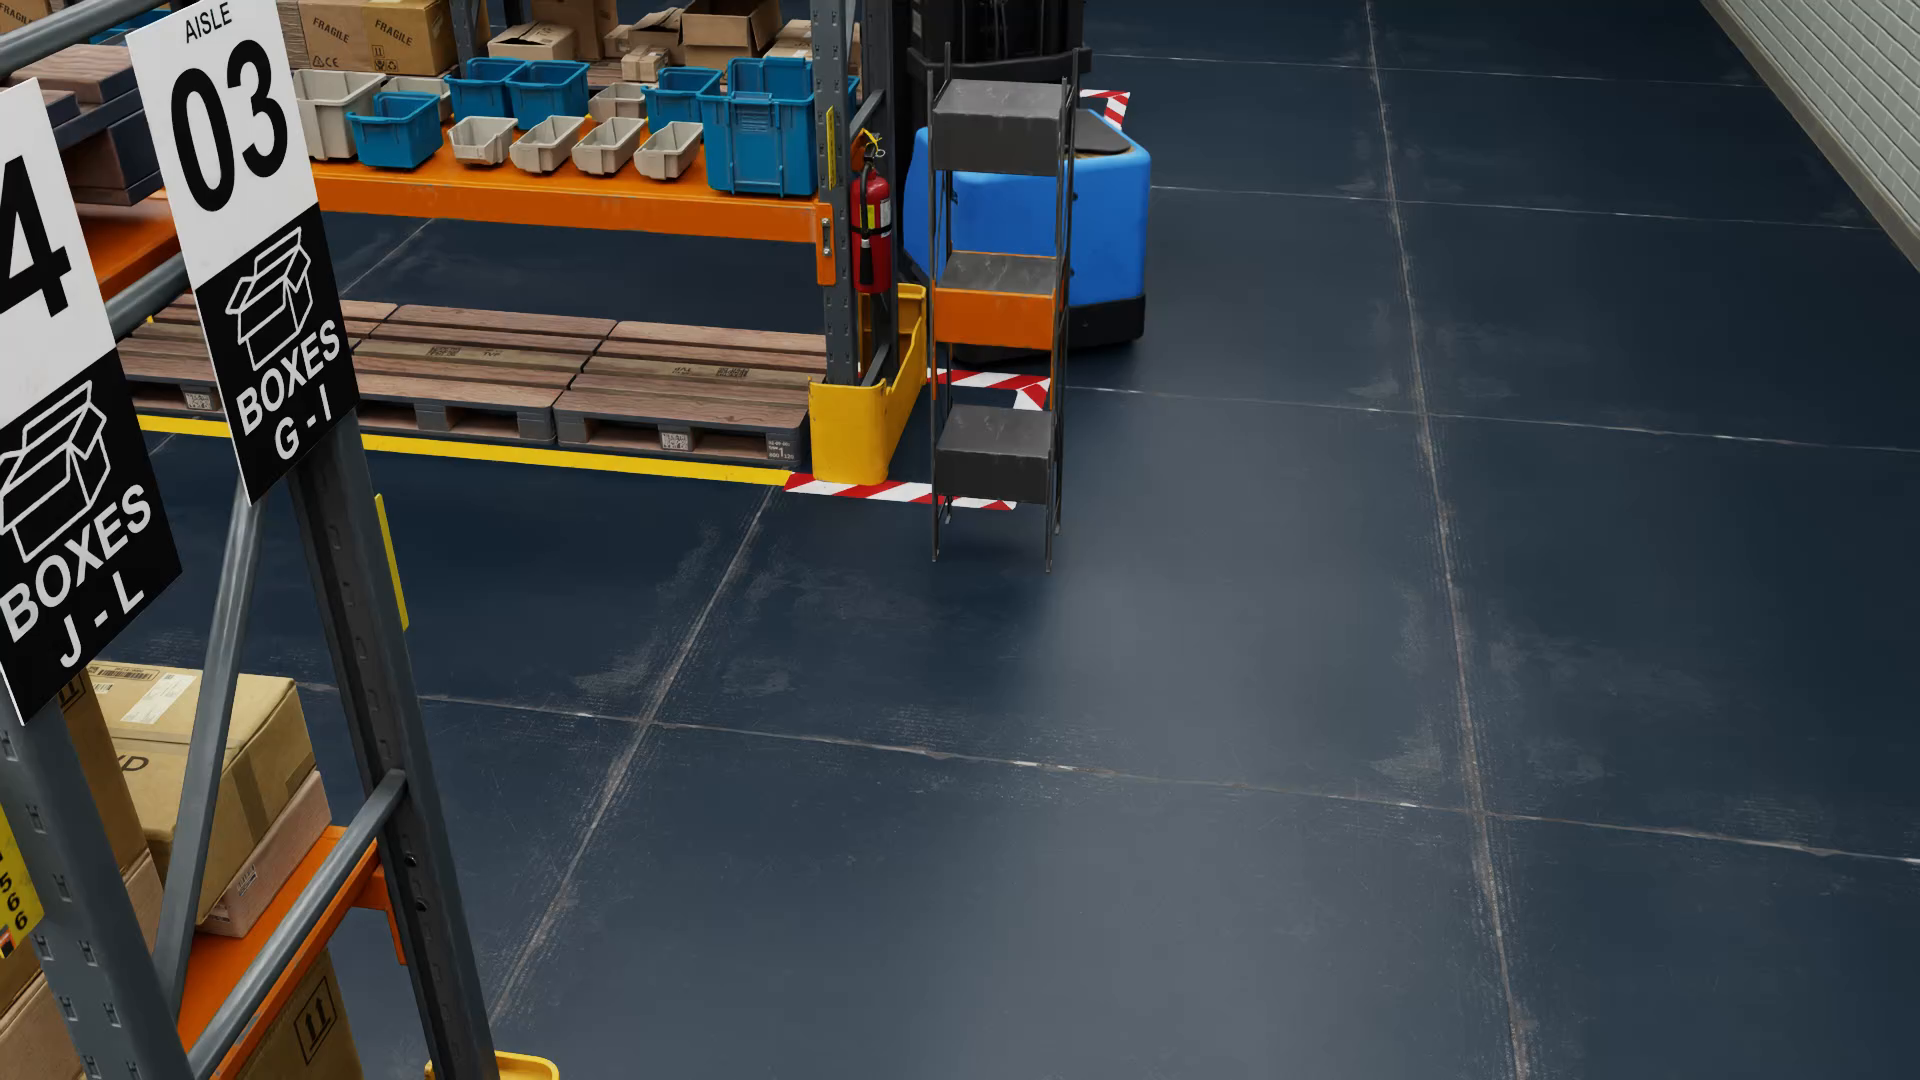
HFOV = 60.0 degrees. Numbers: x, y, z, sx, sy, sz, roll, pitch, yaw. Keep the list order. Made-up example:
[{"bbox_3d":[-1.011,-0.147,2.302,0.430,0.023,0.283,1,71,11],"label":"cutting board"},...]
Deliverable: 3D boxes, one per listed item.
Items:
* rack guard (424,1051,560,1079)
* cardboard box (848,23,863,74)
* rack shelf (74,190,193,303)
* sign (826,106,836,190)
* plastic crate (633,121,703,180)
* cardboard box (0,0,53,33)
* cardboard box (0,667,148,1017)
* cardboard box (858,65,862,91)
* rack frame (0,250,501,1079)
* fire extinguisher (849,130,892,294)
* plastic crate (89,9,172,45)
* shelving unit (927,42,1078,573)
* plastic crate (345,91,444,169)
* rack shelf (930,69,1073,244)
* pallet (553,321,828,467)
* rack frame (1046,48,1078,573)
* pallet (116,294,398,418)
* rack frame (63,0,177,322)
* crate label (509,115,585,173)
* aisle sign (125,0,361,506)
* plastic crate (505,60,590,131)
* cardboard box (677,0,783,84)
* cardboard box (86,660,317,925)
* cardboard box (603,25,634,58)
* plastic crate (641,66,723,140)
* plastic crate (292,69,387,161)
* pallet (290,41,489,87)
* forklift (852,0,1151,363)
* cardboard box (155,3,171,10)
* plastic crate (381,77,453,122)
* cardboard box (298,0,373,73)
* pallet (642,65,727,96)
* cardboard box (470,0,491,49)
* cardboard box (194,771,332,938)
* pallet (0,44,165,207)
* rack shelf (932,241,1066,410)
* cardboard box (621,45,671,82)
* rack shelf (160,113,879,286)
[{"bbox_3d":[-1.262,1.821,3.870,0.348,0.500,1.175,5,32,8],"label":"rack guard"},{"bbox_3d":[-0.597,-3.684,12.486,0.500,0.250,0.500,5,32,8],"label":"cardboard box"},{"bbox_3d":[-3.257,-0.386,2.891,4.000,0.370,1.077,5,32,8],"label":"rack shelf"},{"bbox_3d":[-0.529,-1.612,6.844,0.005,0.325,0.100,5,32,8],"label":"sign"},{"bbox_3d":[-1.287,-1.723,7.368,0.243,0.136,0.396,5,32,8],"label":"plastic crate"},{"bbox_3d":[-7.101,-4.073,12.871,0.500,0.500,0.500,7,33,10],"label":"cardboard box"},{"bbox_3d":[-1.810,0.472,2.822,0.500,0.500,0.500,6,32,9],"label":"cardboard box"},{"bbox_3d":[-0.577,-3.410,12.127,0.250,0.166,0.380,5,32,8],"label":"cardboard box"},{"bbox_3d":[-1.286,0.759,3.211,0.127,3.000,1.000,5,32,8],"label":"rack frame"},{"bbox_3d":[-0.380,-1.390,7.067,0.183,0.674,0.296,5,32,8],"label":"fire extinguisher"},{"bbox_3d":[-3.878,-2.344,8.126,0.575,0.384,0.392,5,32,8],"label":"plastic crate"},{"bbox_3d":[0.163,-0.875,6.669,0.503,2.100,0.431,5,32,8],"label":"shelving unit"},{"bbox_3d":[-2.520,-1.835,7.456,0.300,0.233,0.416,5,32,8],"label":"plastic crate"},{"bbox_3d":[0.163,-1.457,6.305,0.480,0.518,0.431,5,32,8],"label":"rack shelf"},{"bbox_3d":[-1.259,-0.744,8.239,1.213,0.211,1.003,5,32,8],"label":"pallet"},{"bbox_3d":[0.404,-0.853,6.634,0.015,2.100,0.400,5,32,8],"label":"rack frame"},{"bbox_3d":[-3.664,-0.961,8.587,1.213,0.211,1.003,5,32,8],"label":"pallet"},{"bbox_3d":[-4.395,-2.189,7.919,0.127,3.000,1.000,5,32,8],"label":"rack frame"},{"bbox_3d":[-1.849,-1.769,7.441,0.243,0.136,0.396,5,32,8],"label":"crate label"},{"bbox_3d":[-1.164,-0.494,2.761,0.004,0.787,0.394,5,32,8],"label":"aisle sign"},{"bbox_3d":[-1.938,-2.098,7.876,0.300,0.233,0.416,5,32,8],"label":"plastic crate"},{"bbox_3d":[-1.706,-3.742,12.340,0.637,0.503,0.797,5,32,8],"label":"cardboard box"},{"bbox_3d":[-1.713,0.512,3.465,0.500,0.250,0.500,4,32,7],"label":"cardboard box"},{"bbox_3d":[-2.569,-3.852,12.850,0.250,0.149,0.380,5,32,8],"label":"cardboard box"},{"bbox_3d":[-1.289,-2.039,7.782,0.300,0.233,0.416,5,32,8],"label":"plastic crate"},{"bbox_3d":[-2.921,-1.931,7.563,0.530,0.282,0.437,5,32,8],"label":"plastic crate"},{"bbox_3d":[-4.367,-3.650,12.882,1.213,0.211,1.003,5,32,8],"label":"pallet"},{"bbox_3d":[0.022,-2.926,9.162,1.130,2.935,3.031,-10,33,-16],"label":"forklift"},{"bbox_3d":[-6.090,-3.982,12.725,0.500,0.500,0.500,5,32,8],"label":"cardboard box"},{"bbox_3d":[-2.628,-2.104,7.976,0.466,0.136,0.293,5,32,8],"label":"plastic crate"},{"bbox_3d":[-4.579,-3.849,12.513,0.500,0.500,0.500,5,32,8],"label":"cardboard box"},{"bbox_3d":[-1.675,-3.427,12.527,1.213,0.211,1.003,5,32,8],"label":"pallet"},{"bbox_3d":[-3.994,-4.077,12.877,0.500,0.500,0.500,4,32,6],"label":"cardboard box"},{"bbox_3d":[-1.580,0.661,3.604,0.250,0.149,0.380,6,32,9],"label":"cardboard box"},{"bbox_3d":[-2.019,-0.536,2.535,1.213,0.211,1.003,5,32,8],"label":"pallet"},{"bbox_3d":[0.163,-0.864,6.677,0.480,0.518,0.431,5,32,8],"label":"rack shelf"},{"bbox_3d":[-2.327,-3.542,12.337,0.250,0.166,0.380,5,32,8],"label":"cardboard box"},{"bbox_3d":[-2.424,-1.705,7.825,4.000,0.370,1.077,5,32,8],"label":"rack shelf"}]
